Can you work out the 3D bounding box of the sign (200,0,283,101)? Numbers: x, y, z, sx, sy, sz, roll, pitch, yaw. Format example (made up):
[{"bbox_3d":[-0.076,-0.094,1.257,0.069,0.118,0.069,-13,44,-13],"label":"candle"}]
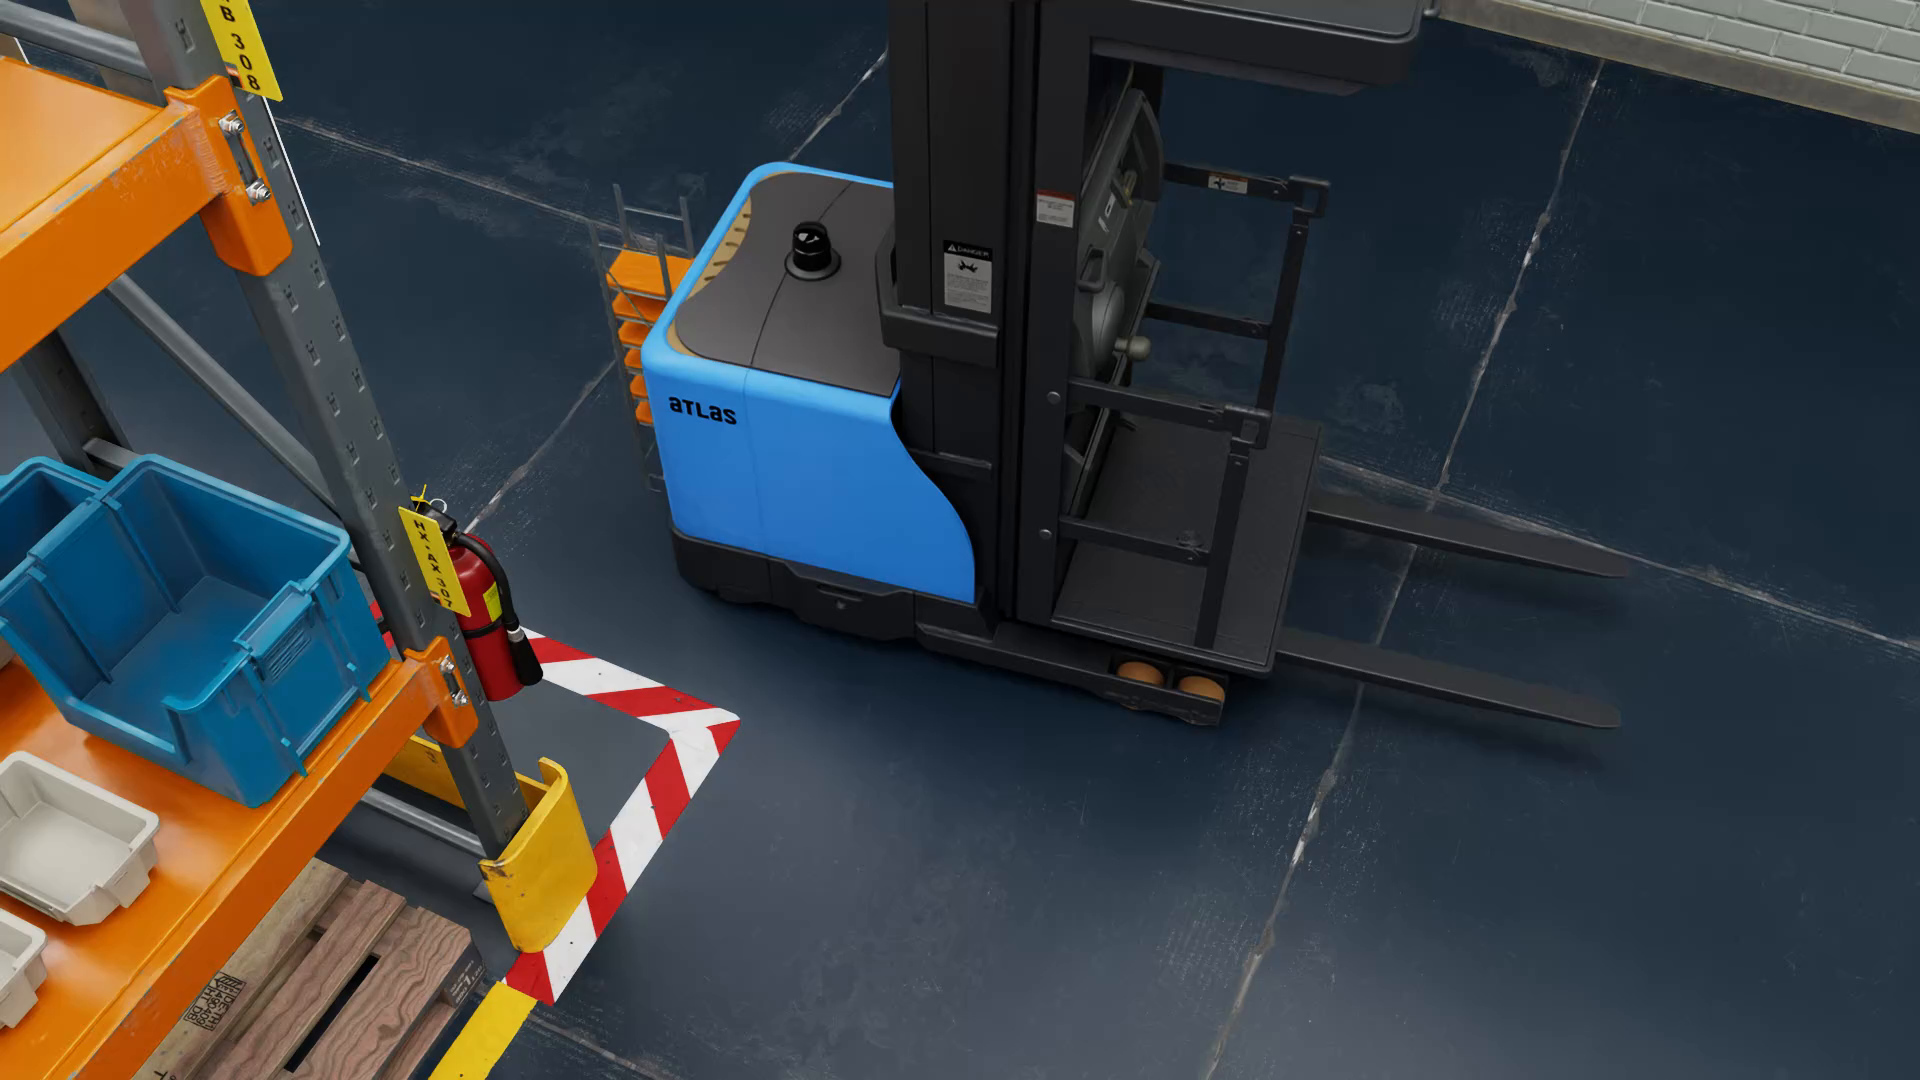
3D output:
[{"bbox_3d":[-1.145,-0.834,2.589,0.100,0.325,0.005,20,52,16],"label":"sign"}]

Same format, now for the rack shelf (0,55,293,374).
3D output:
[{"bbox_3d":[-2.503,0.575,1.794,1.077,0.370,4.000,20,52,16],"label":"rack shelf"}]

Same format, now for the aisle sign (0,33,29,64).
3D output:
[{"bbox_3d":[-1.887,-1.052,2.969,0.394,0.787,0.004,20,52,16],"label":"aisle sign"}]

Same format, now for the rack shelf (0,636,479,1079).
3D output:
[{"bbox_3d":[-2.503,1.547,2.937,1.077,0.370,4.000,20,52,16],"label":"rack shelf"}]

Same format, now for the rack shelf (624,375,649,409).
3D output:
[{"bbox_3d":[-0.974,-0.503,5.606,0.258,0.103,0.180,13,51,11],"label":"rack shelf"}]

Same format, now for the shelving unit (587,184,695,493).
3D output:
[{"bbox_3d":[-0.974,-0.610,5.481,0.258,1.200,0.189,13,51,11],"label":"shelving unit"}]

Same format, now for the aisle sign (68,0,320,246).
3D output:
[{"bbox_3d":[-1.353,-0.860,2.805,0.394,0.787,0.004,20,52,16],"label":"aisle sign"}]

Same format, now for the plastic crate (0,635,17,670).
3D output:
[{"bbox_3d":[-2.264,0.259,3.694,0.250,0.136,0.298,20,52,16],"label":"plastic crate"}]

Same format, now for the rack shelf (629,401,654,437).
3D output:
[{"bbox_3d":[-0.973,-0.426,5.697,0.258,0.103,0.180,13,51,11],"label":"rack shelf"}]

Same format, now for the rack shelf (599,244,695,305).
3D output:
[{"bbox_3d":[-0.975,-0.815,5.241,0.258,0.103,0.180,13,51,11],"label":"rack shelf"}]

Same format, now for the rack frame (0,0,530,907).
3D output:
[{"bbox_3d":[-1.649,-0.063,3.834,1.000,3.000,0.127,20,52,16],"label":"rack frame"}]

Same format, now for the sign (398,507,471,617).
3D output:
[{"bbox_3d":[-1.145,0.051,3.630,0.100,0.325,0.005,20,52,16],"label":"sign"}]

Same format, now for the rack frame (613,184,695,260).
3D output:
[{"bbox_3d":[-0.948,-0.677,5.538,0.240,1.200,0.006,13,51,11],"label":"rack frame"}]

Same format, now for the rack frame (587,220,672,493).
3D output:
[{"bbox_3d":[-1.001,-0.543,5.424,0.240,1.200,0.006,13,51,11],"label":"rack frame"}]

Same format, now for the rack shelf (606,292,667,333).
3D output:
[{"bbox_3d":[-0.975,-0.737,5.332,0.258,0.103,0.180,13,51,11],"label":"rack shelf"}]

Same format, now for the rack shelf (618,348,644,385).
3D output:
[{"bbox_3d":[-0.974,-0.581,5.515,0.258,0.103,0.180,13,51,11],"label":"rack shelf"}]

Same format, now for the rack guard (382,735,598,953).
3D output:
[{"bbox_3d":[-1.650,0.726,4.804,1.175,0.500,0.348,20,52,16],"label":"rack guard"}]

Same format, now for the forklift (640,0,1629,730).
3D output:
[{"bbox_3d":[0.625,-0.822,4.525,3.031,2.935,1.130,13,51,11],"label":"forklift"}]

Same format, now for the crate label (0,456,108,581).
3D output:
[{"bbox_3d":[-2.052,0.034,3.822,0.416,0.233,0.303,20,52,16],"label":"crate label"}]

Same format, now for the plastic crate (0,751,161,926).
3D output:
[{"bbox_3d":[-1.834,0.623,3.384,0.396,0.136,0.243,20,52,16],"label":"plastic crate"}]

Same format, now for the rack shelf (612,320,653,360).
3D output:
[{"bbox_3d":[-0.975,-0.659,5.423,0.258,0.103,0.180,13,51,11],"label":"rack shelf"}]

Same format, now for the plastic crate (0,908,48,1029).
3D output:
[{"bbox_3d":[-1.971,0.818,3.218,0.396,0.136,0.243,20,52,16],"label":"plastic crate"}]

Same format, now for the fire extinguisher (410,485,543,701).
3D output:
[{"bbox_3d":[-1.174,0.126,3.969,0.296,0.674,0.183,20,52,16],"label":"fire extinguisher"}]

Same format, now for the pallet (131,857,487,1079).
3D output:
[{"bbox_3d":[-2.036,1.395,4.424,1.003,0.211,1.213,20,52,16],"label":"pallet"}]

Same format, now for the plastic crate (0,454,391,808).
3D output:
[{"bbox_3d":[-1.623,0.197,3.550,0.616,0.435,0.499,20,52,16],"label":"plastic crate"}]
